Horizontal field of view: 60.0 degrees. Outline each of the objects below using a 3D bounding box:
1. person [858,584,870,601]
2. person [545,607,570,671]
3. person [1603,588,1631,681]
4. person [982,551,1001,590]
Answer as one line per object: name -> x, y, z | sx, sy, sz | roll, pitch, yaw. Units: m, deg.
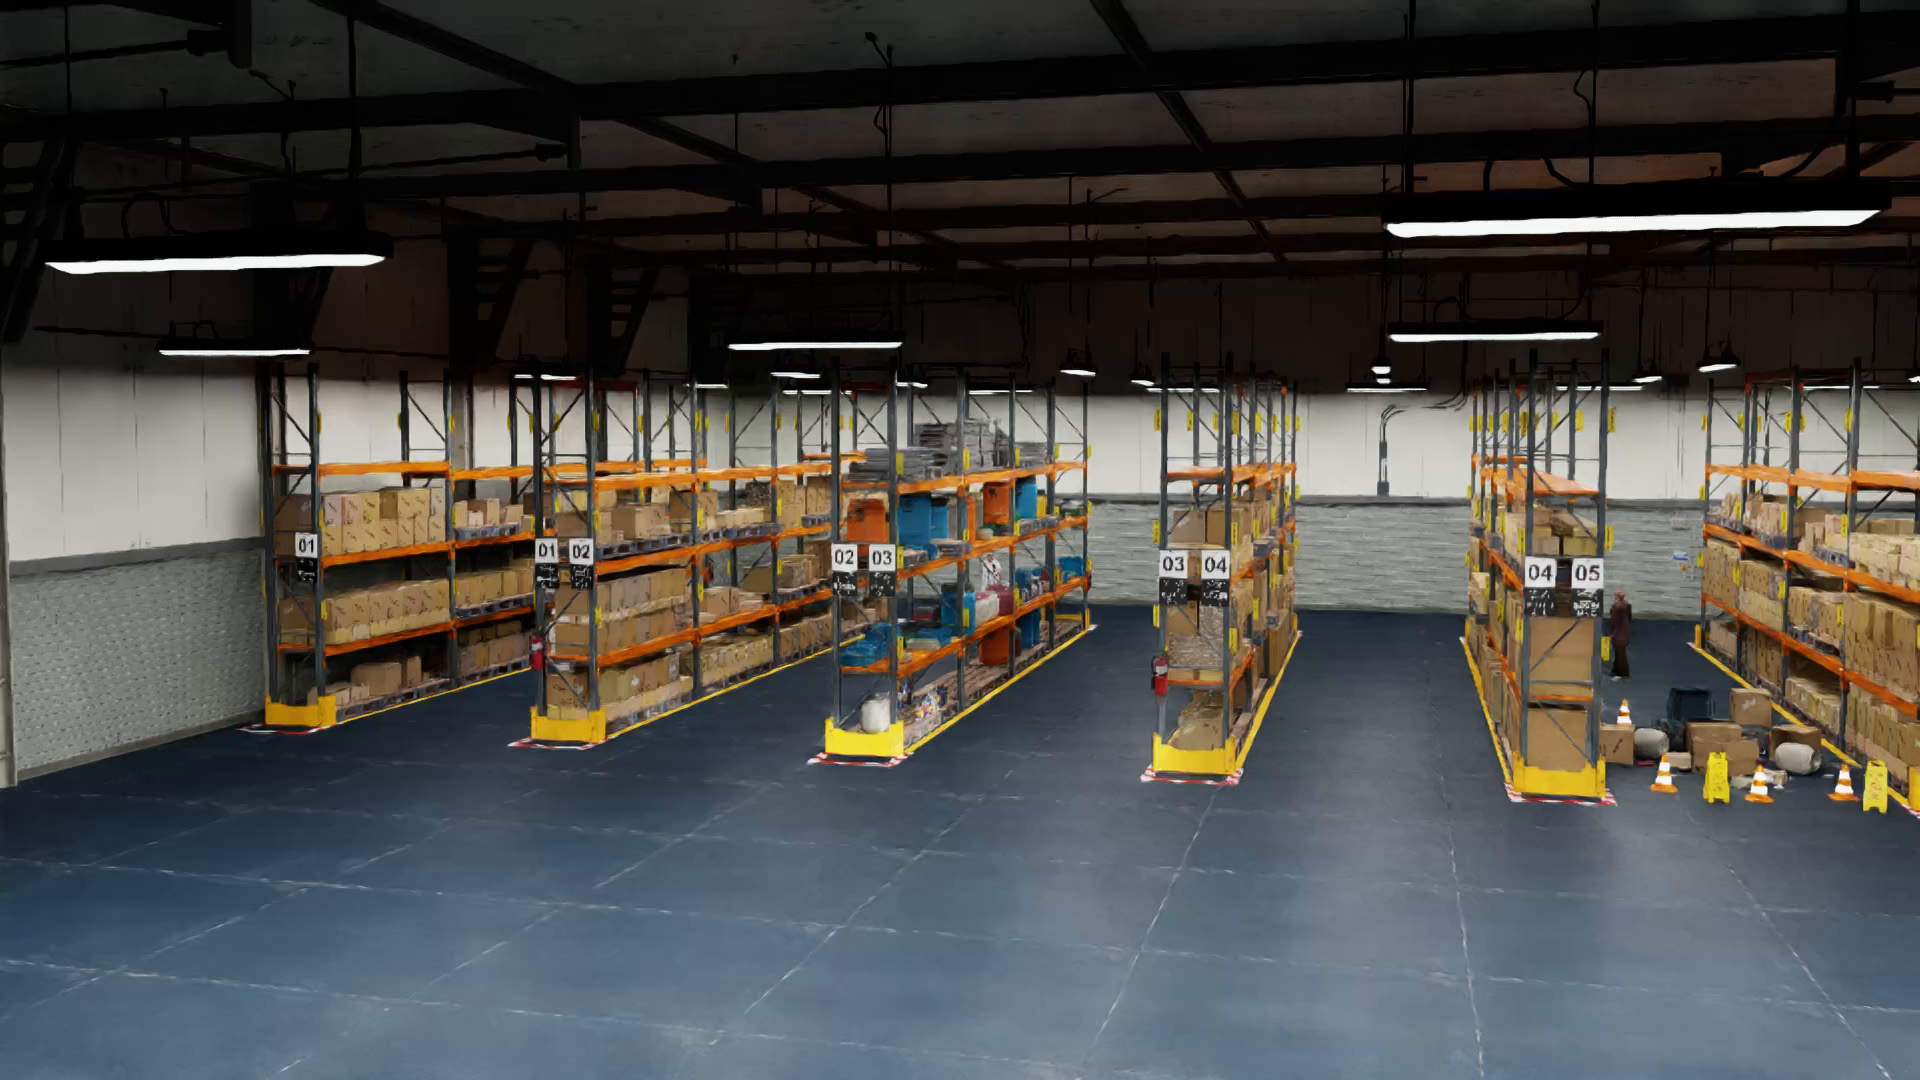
person -> -2.529, 0.852, 46.574 | 0.704, 1.762, 0.481 | -3, 5, -33
person -> -7.185, 2.038, 29.798 | 0.553, 1.709, 1.123 | 1, 4, 16
person -> 12.804, 1.818, 32.373 | 0.637, 1.772, 0.672 | 4, 6, 44
person -> 0.805, 1.085, 43.494 | 0.541, 1.669, 1.098 | 1, 4, 13
